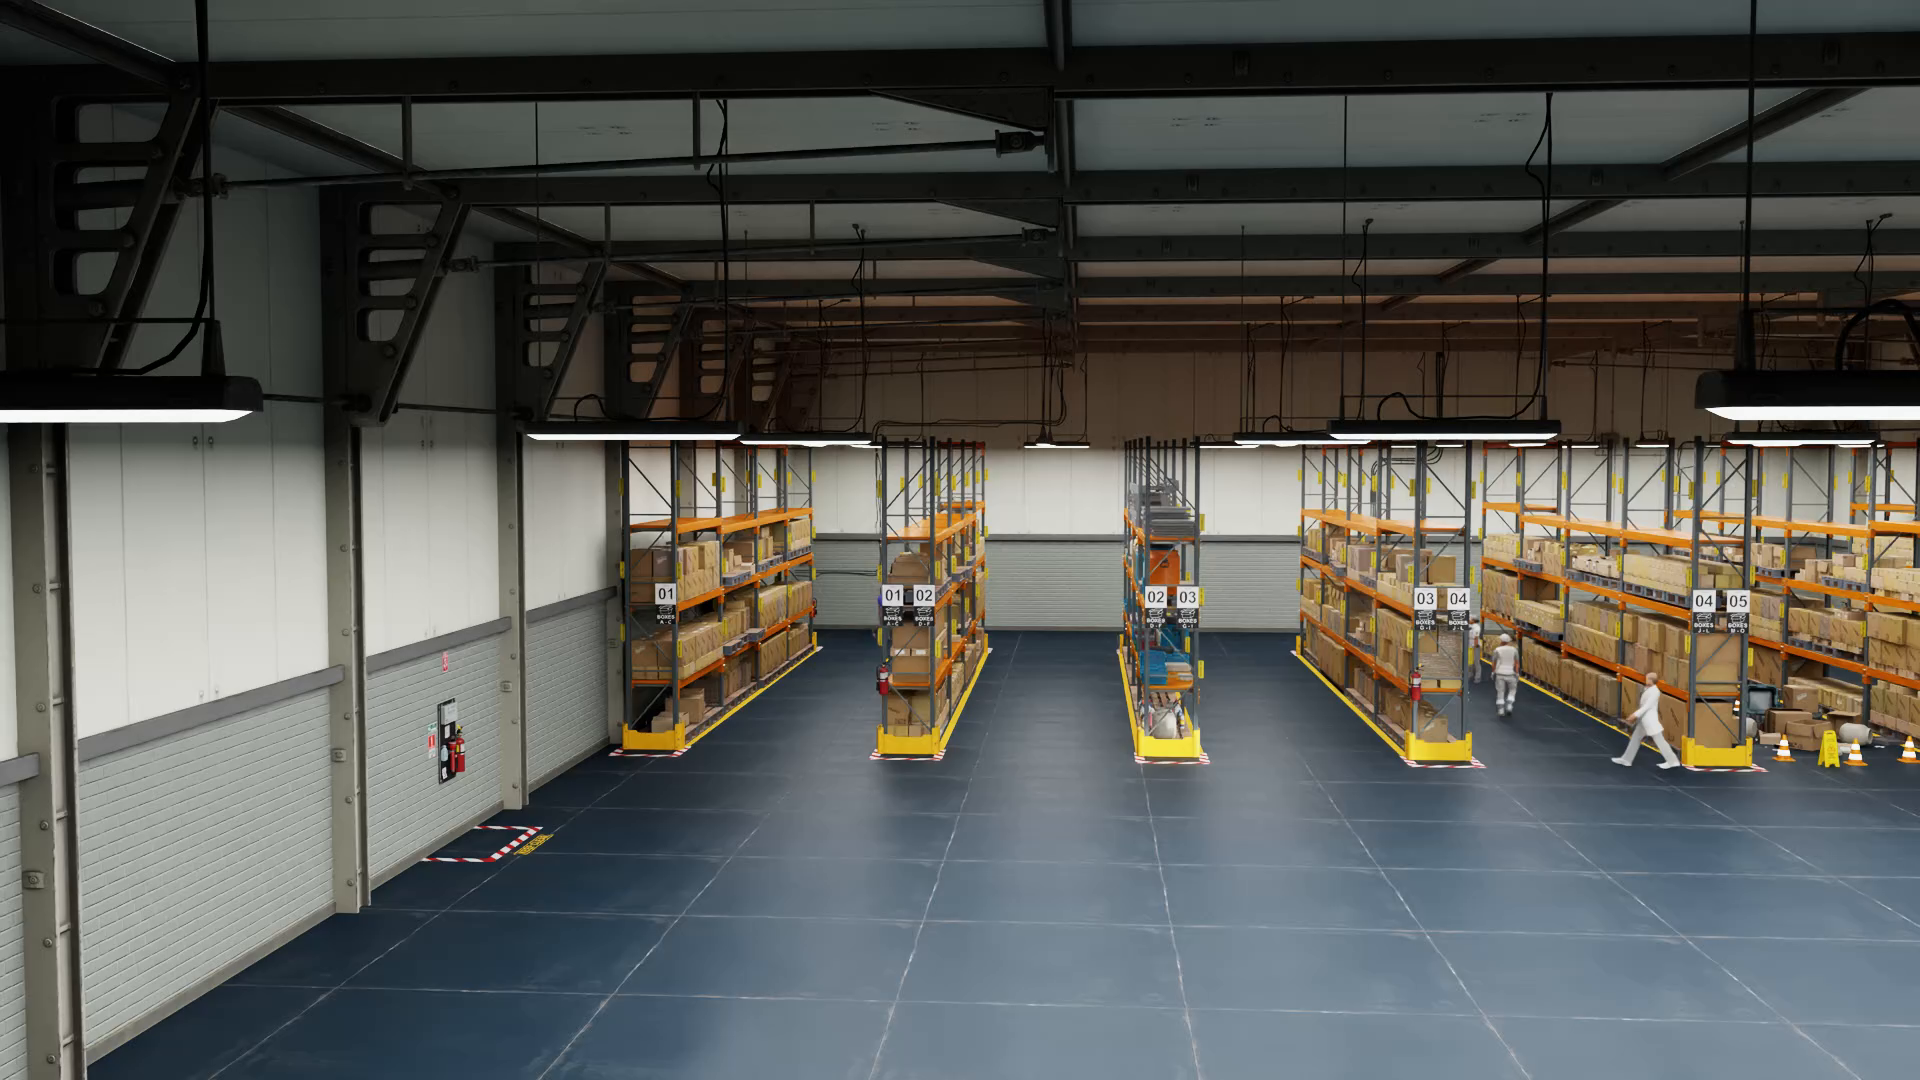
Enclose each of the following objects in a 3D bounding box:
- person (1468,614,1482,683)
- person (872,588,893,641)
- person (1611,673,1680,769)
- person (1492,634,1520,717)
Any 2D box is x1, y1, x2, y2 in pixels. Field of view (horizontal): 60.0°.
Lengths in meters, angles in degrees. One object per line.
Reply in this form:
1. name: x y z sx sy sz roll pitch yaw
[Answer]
1. person: 12.726 2.696 41.317 0.428 1.695 0.491 -1 3 -21
2. person: -2.308 2.230 50.183 0.646 1.606 0.487 2 4 33
3. person: 12.378 3.250 29.982 1.134 1.719 0.684 1 3 18
4. person: 11.727 2.921 35.762 0.592 1.832 0.430 2 4 30
